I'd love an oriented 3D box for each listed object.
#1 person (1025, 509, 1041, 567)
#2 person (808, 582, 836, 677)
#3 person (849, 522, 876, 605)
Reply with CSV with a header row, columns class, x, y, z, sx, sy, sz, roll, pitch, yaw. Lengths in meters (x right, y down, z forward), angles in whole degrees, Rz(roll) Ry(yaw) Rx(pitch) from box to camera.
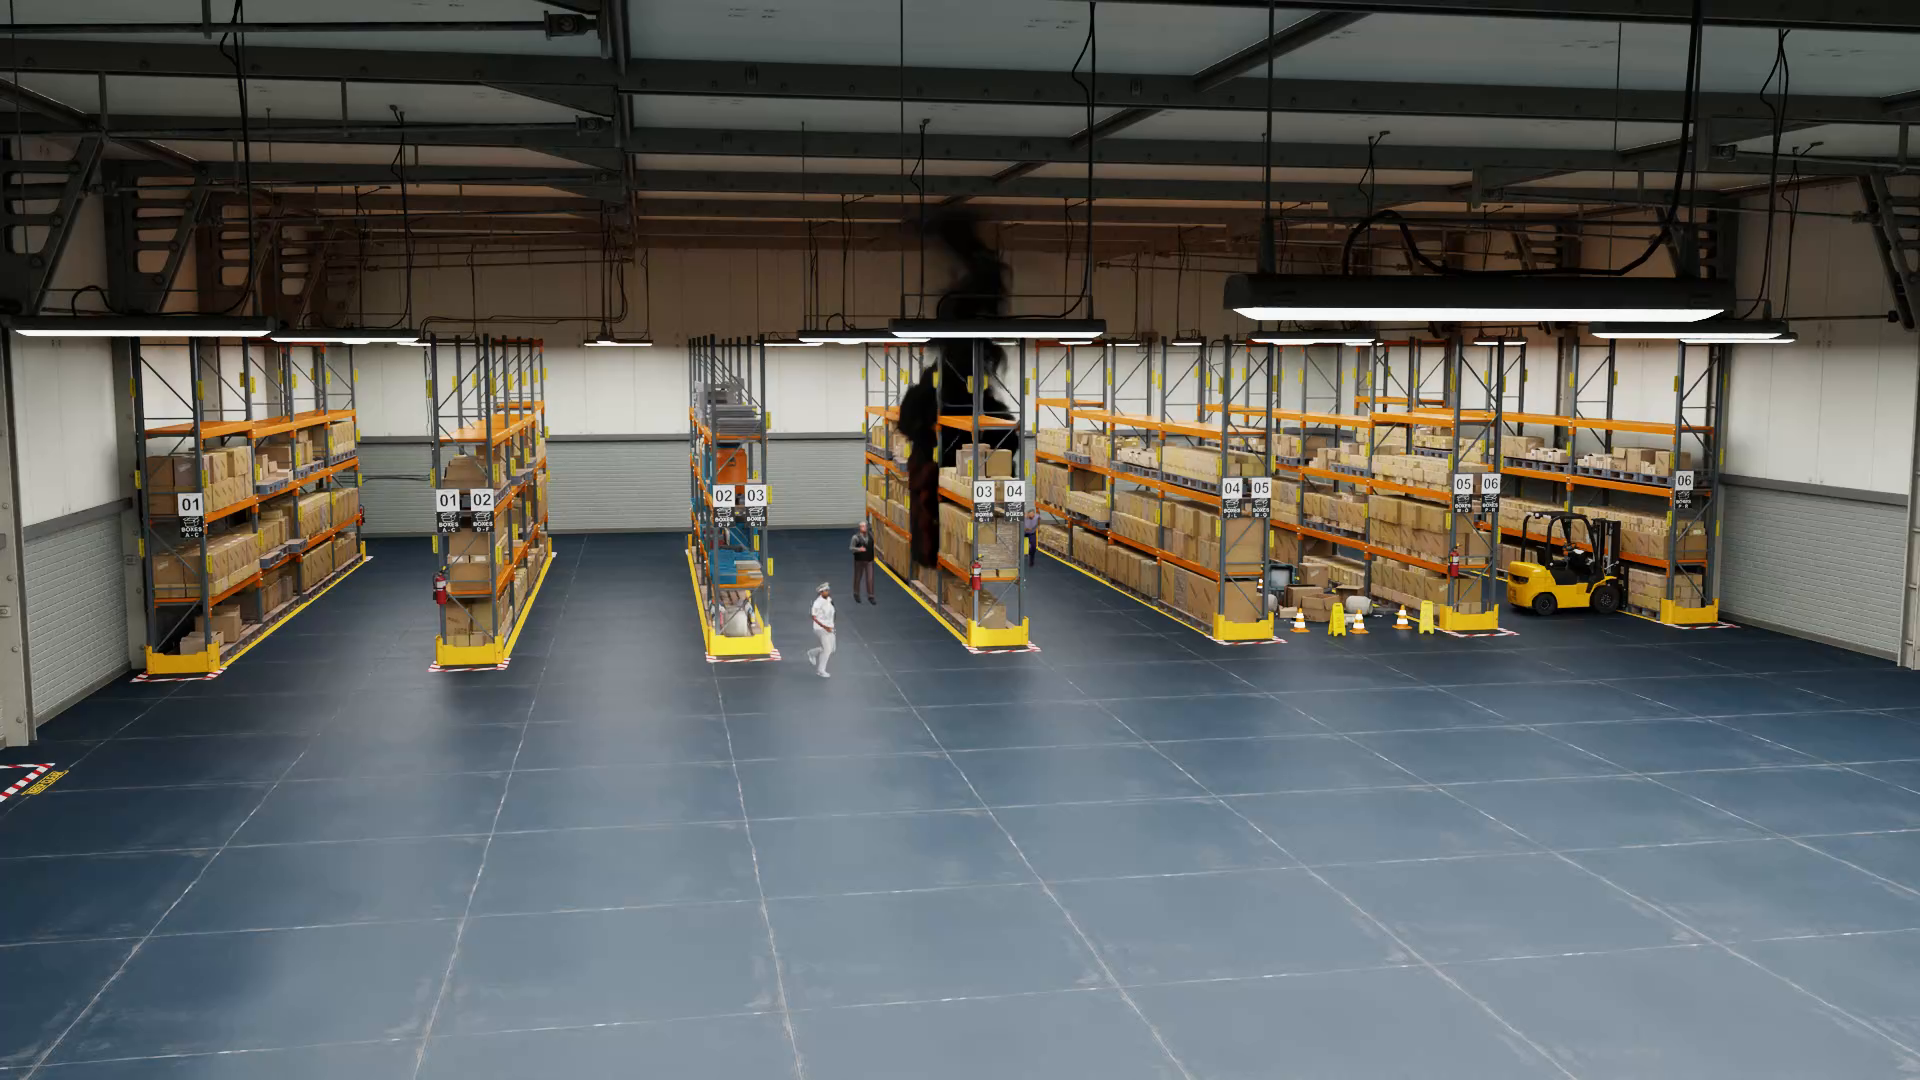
class,x,y,z,sx,sy,sz,roll,pitch,yaw
person,1.823,-0.063,44.071,0.644,1.600,0.966,-2,7,-14
person,-2.443,1.564,29.271,0.628,1.667,0.560,4,7,29
person,-2.050,0.498,35.507,0.657,1.766,0.882,-3,7,-24
